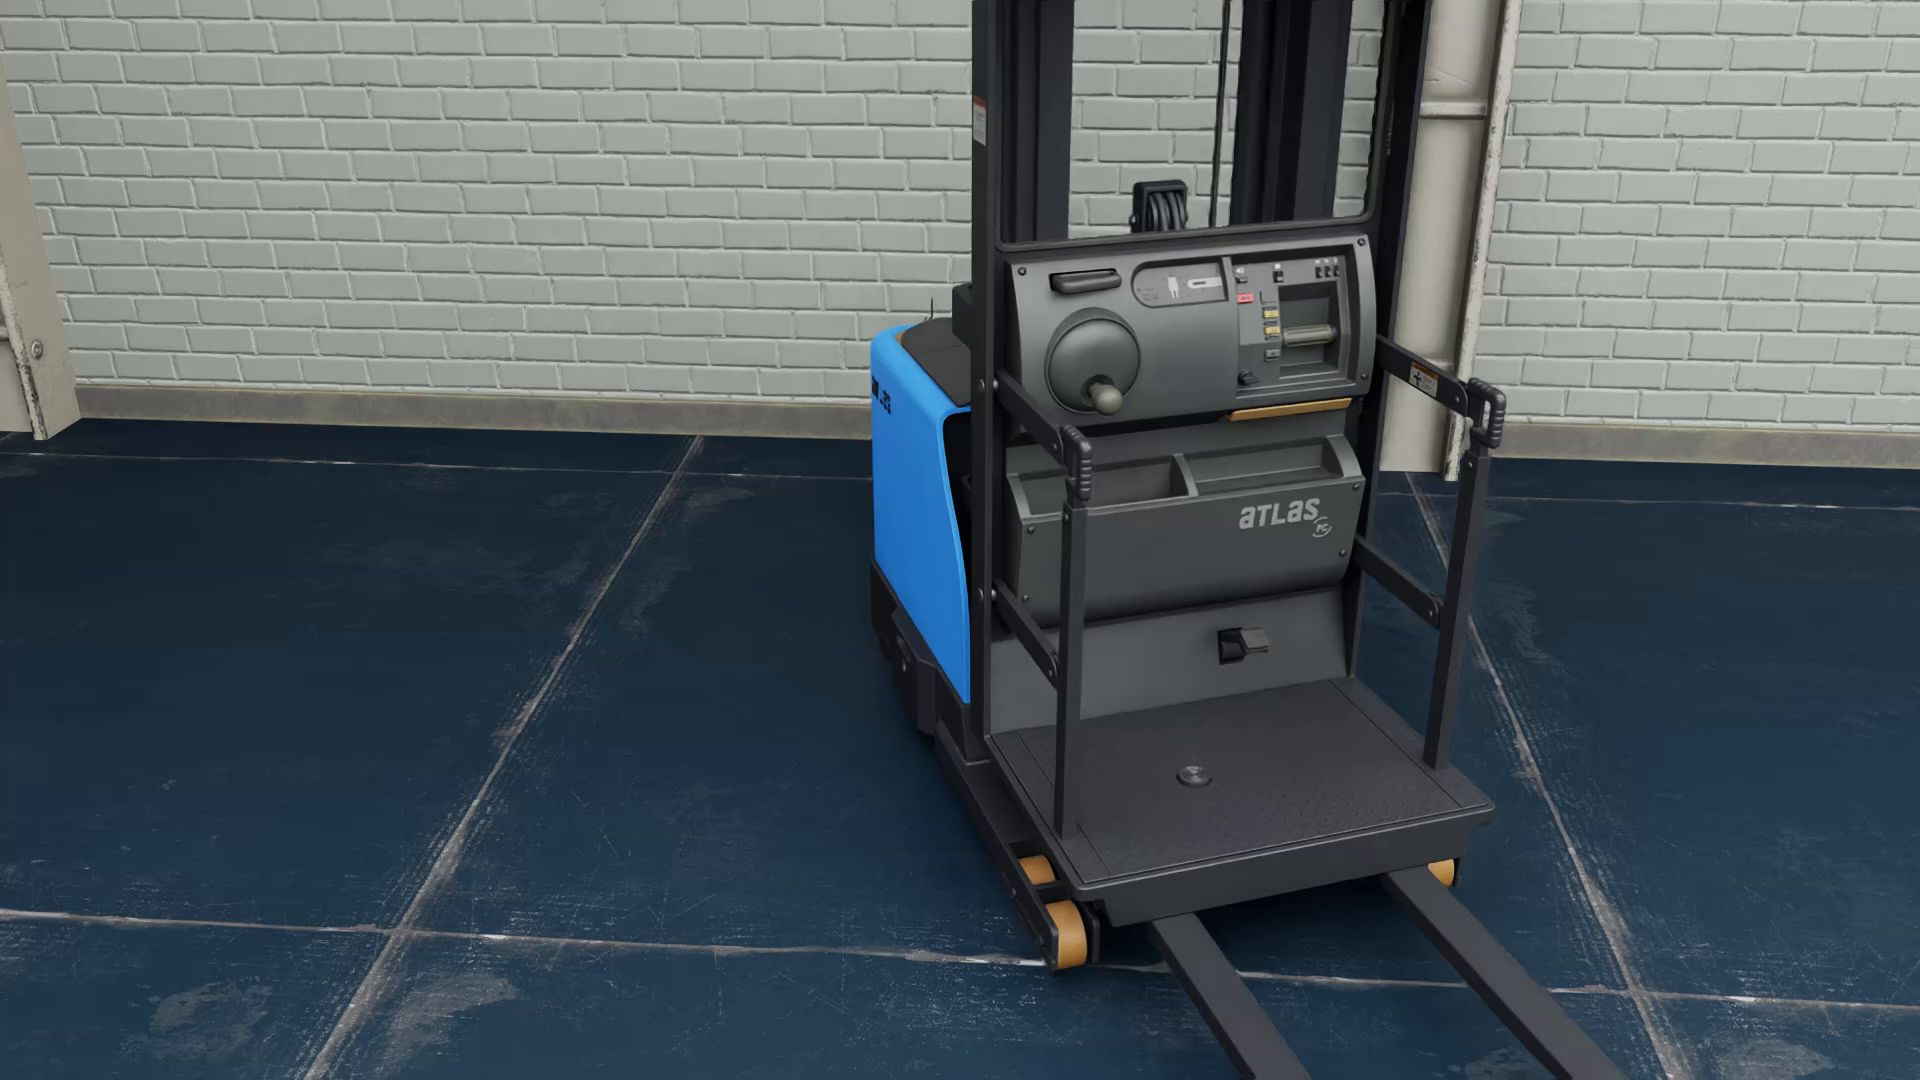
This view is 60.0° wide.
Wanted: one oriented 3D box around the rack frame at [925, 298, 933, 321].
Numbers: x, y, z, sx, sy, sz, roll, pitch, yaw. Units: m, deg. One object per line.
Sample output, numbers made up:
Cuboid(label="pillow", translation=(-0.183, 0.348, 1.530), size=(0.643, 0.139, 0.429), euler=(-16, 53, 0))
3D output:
Cuboid(label="rack frame", translation=(-0.109, -0.412, 6.070), size=(0.006, 0.900, 0.240), euler=(2, 25, 4))

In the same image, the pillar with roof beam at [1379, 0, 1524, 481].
Cuboid(label="pillar with roof beam", translation=(1.515, -2.605, 1.146), size=(0.400, 9.000, 9.100), euler=(2, 25, 4))

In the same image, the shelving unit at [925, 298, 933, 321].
Cuboid(label="shelving unit", translation=(-0.008, -0.409, 6.062), size=(0.210, 0.900, 0.258), euler=(2, 25, 4))

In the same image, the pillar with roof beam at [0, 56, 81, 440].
Cuboid(label="pillar with roof beam", translation=(-4.467, -2.797, 1.563), size=(0.400, 9.000, 9.100), euler=(2, 25, 4))

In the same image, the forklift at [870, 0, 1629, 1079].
Cuboid(label="forklift", translation=(0.636, -0.485, 3.797), size=(1.130, 2.935, 3.031), euler=(-7, 26, -16))
